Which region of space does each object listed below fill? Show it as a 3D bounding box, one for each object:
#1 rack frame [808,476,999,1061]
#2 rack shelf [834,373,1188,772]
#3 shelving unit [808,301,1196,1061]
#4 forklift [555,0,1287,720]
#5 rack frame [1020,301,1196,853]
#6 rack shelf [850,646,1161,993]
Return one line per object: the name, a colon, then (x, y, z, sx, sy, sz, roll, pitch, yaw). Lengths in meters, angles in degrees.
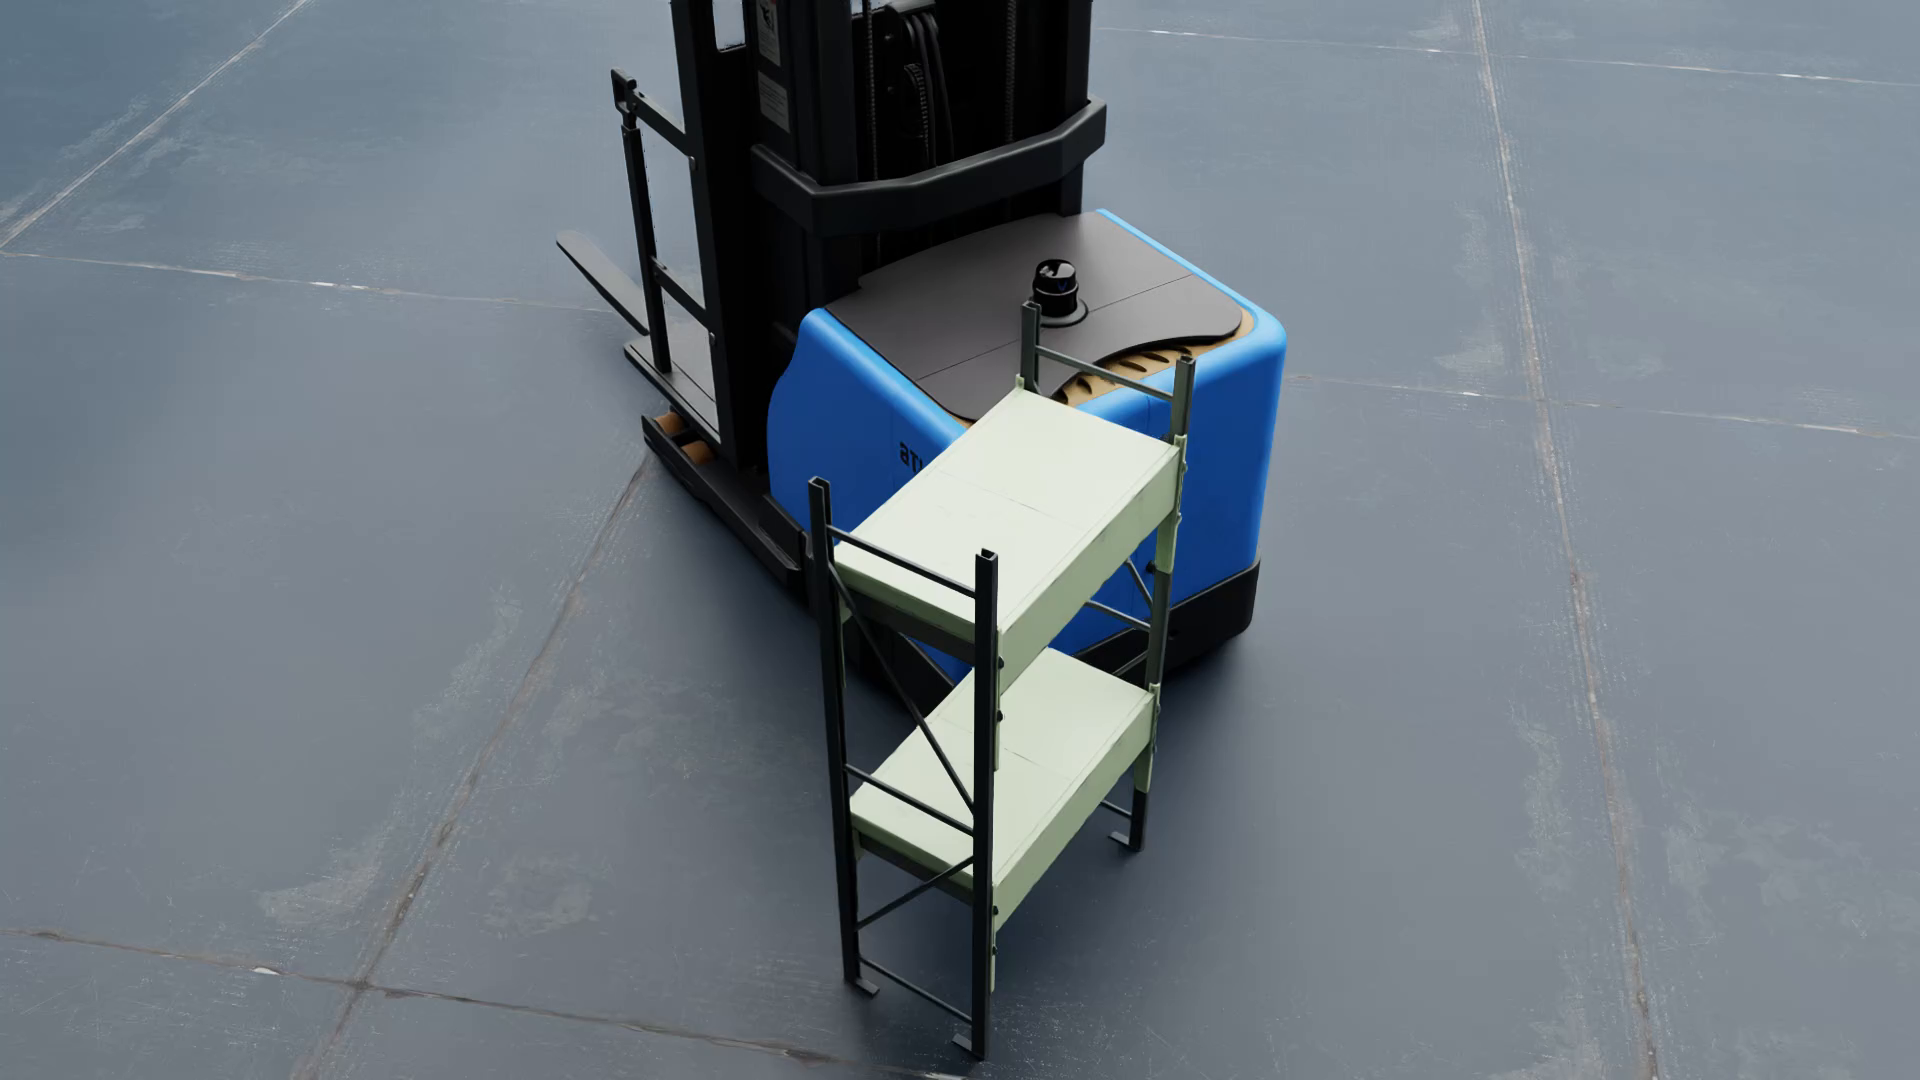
rack frame: (-0.105, 0.537, 3.423, 0.400, 1.500, 0.023, 23, 45, 25)
rack shelf: (0.099, 0.043, 3.409, 0.431, 0.370, 0.720, 23, 45, 25)
shelving unit: (0.099, 0.344, 3.657, 0.431, 1.500, 0.755, 23, 45, 25)
forklift: (-0.397, -1.444, 4.697, 1.130, 2.935, 3.031, -24, 45, -26)
rack frame: (0.302, 0.150, 3.892, 0.400, 1.500, 0.023, 23, 45, 25)
rack shelf: (0.099, 0.595, 3.865, 0.431, 0.370, 0.720, 23, 45, 25)
